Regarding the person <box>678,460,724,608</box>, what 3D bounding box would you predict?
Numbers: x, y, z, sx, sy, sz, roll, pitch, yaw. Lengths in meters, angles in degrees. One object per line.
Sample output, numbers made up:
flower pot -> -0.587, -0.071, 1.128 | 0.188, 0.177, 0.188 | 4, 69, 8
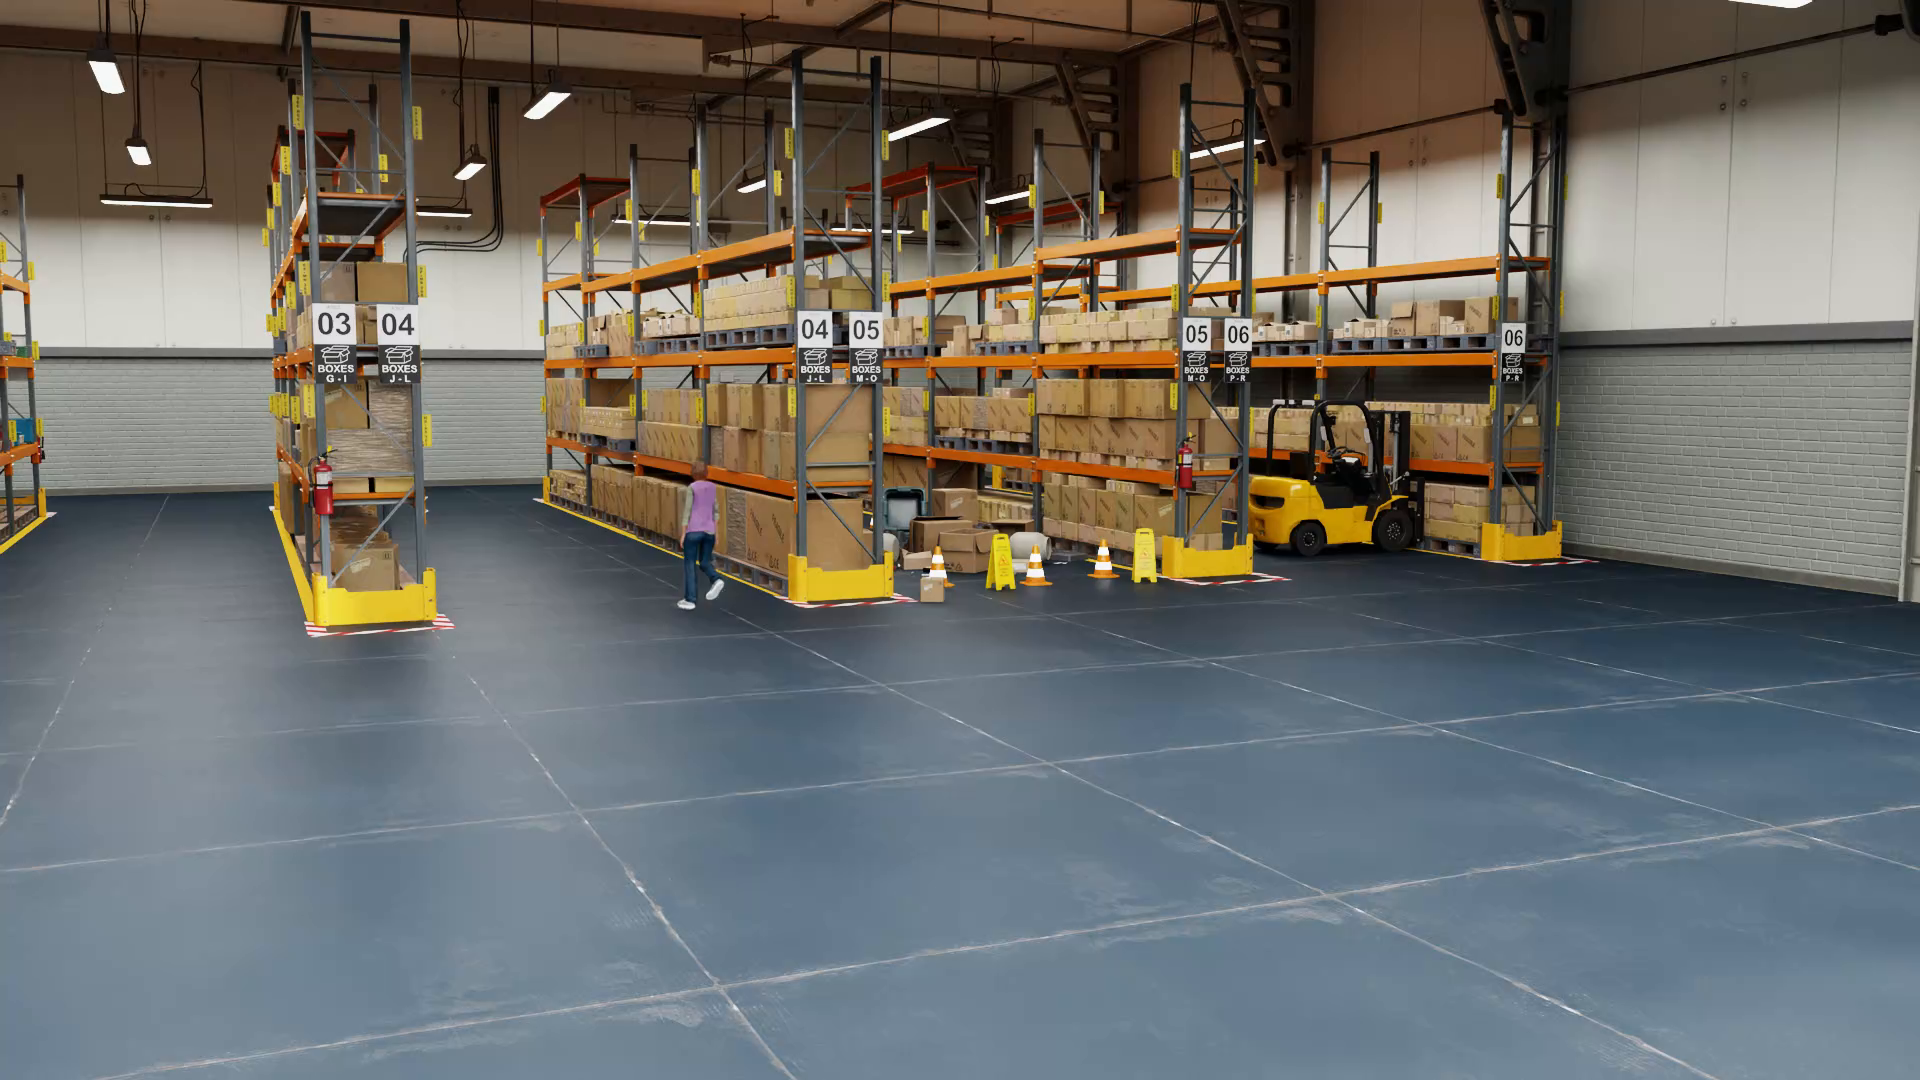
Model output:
person -> -2.717, -0.056, 17.696 | 0.489, 1.574, 0.608 | -5, 7, -41
